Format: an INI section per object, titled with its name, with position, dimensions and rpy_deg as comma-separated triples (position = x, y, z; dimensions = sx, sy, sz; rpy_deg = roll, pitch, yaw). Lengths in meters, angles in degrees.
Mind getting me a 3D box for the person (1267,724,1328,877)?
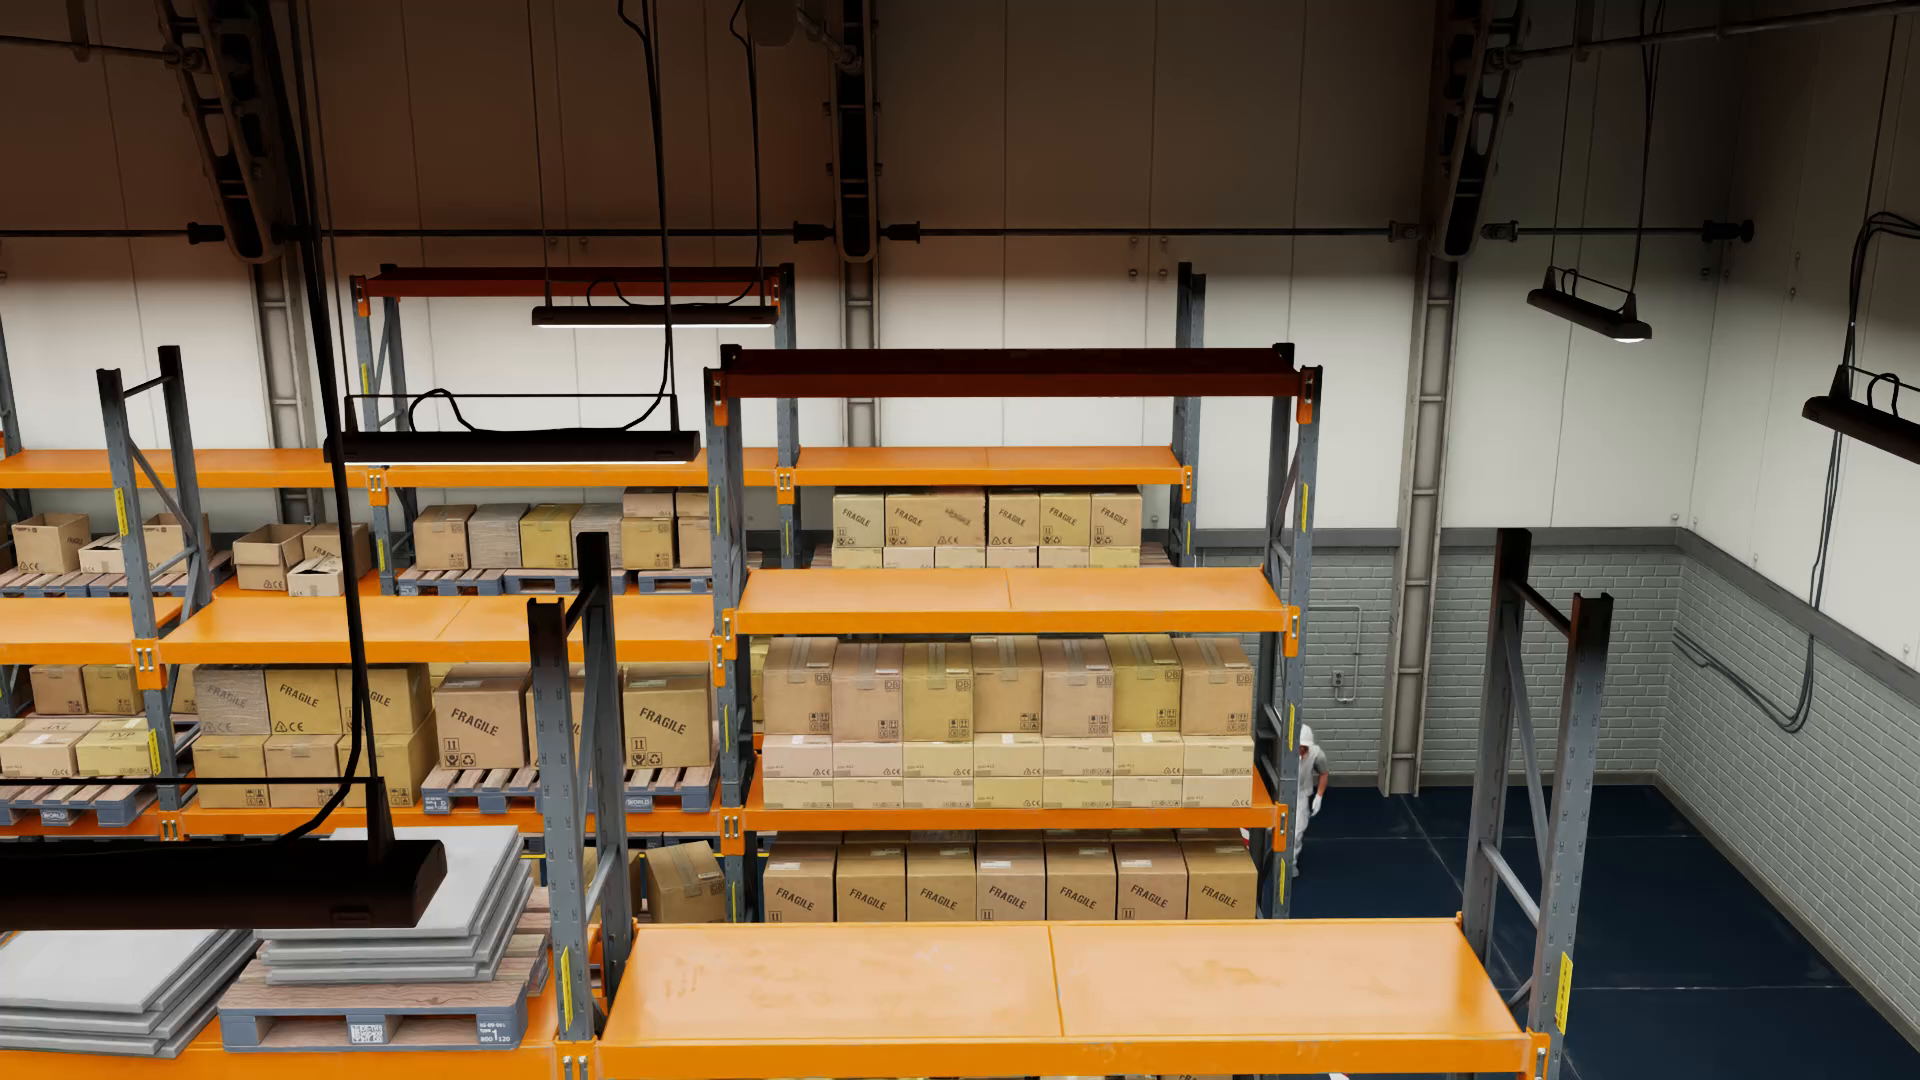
[person]
position = 3.333, 2.567, 16.762
dimensions = 0.708, 1.688, 0.724
rpy_deg = 5, 17, 16
